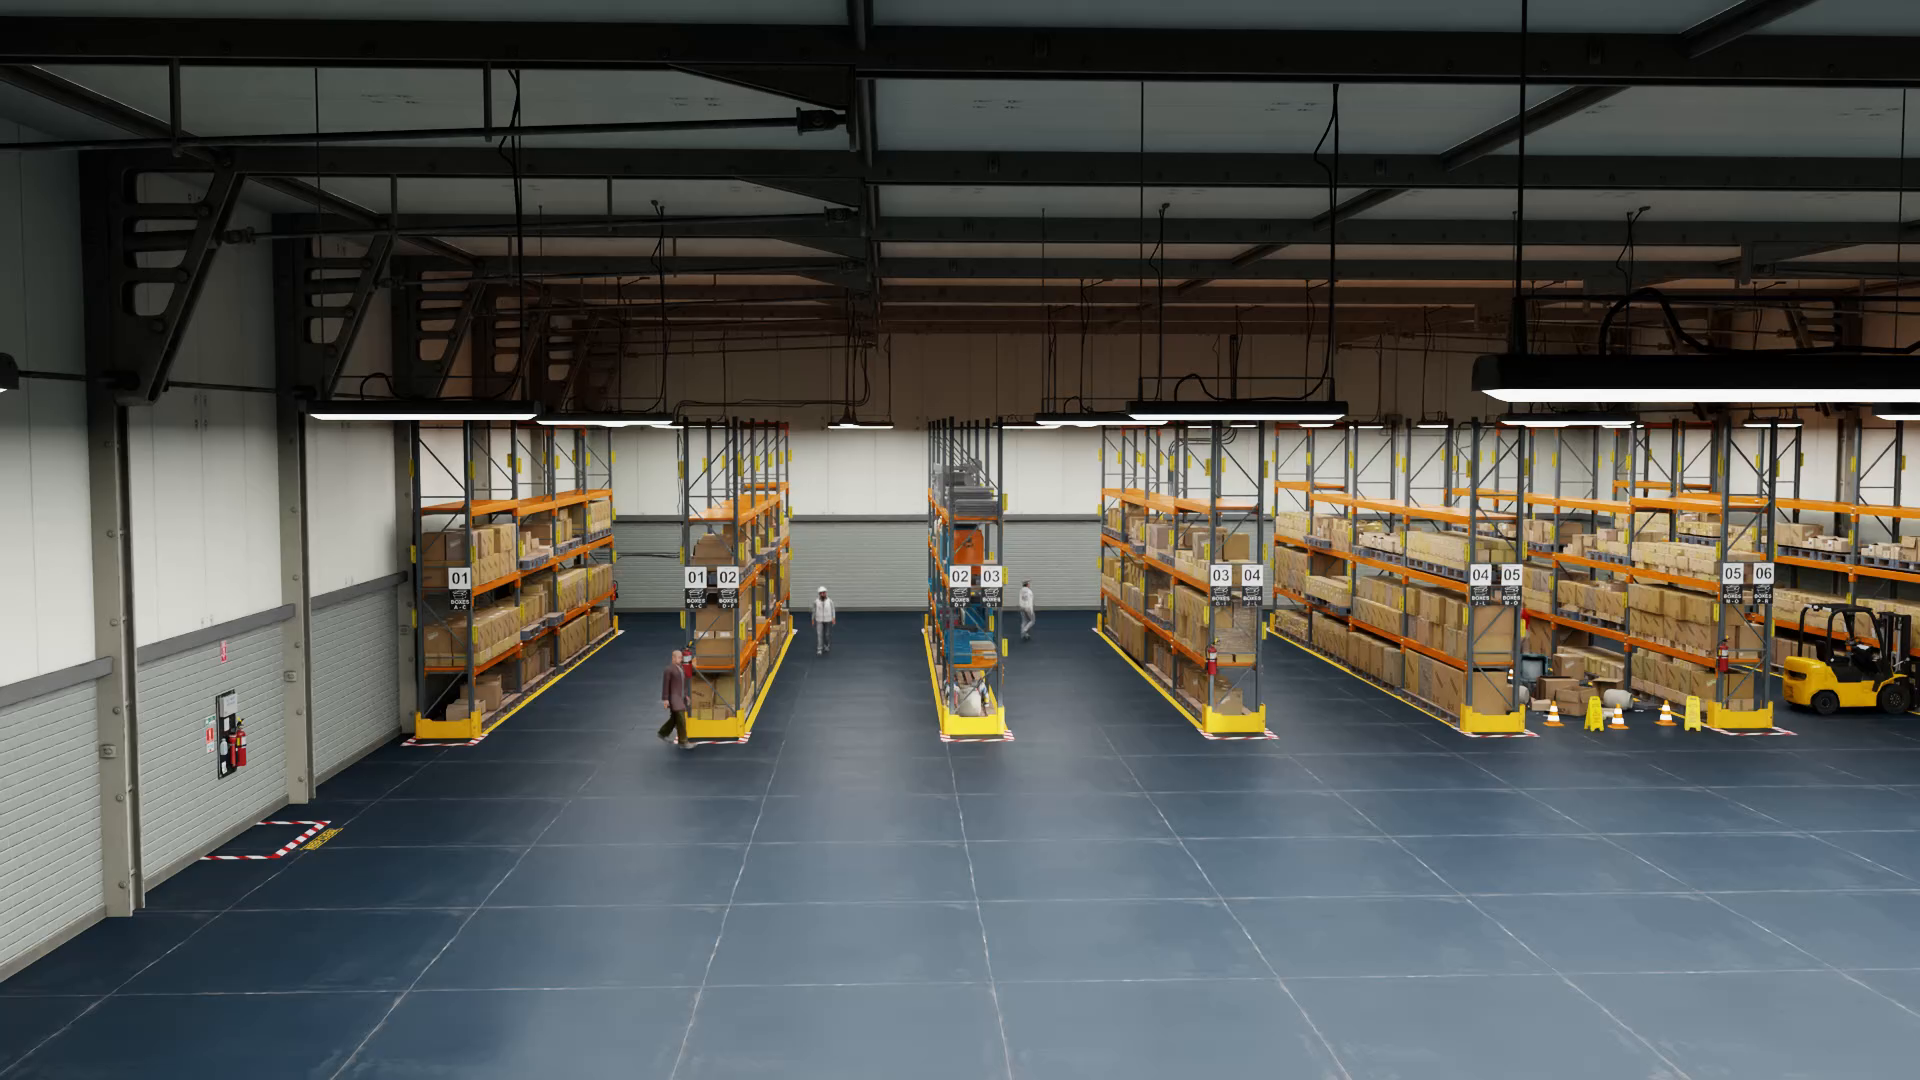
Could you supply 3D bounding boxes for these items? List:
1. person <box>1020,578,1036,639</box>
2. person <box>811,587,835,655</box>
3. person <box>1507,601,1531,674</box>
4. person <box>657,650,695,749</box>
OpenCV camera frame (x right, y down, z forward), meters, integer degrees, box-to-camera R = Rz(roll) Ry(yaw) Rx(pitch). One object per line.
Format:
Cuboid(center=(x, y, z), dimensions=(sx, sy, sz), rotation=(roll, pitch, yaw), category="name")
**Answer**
Cuboid(center=(1.806, 1.890, 45.705), dimensions=(0.431, 1.687, 0.506), rotation=(-3, 5, -36), category="person")
Cuboid(center=(-3.515, 2.064, 42.744), dimensions=(0.624, 1.712, 1.074), rotation=(0, 4, -2), category="person")
Cuboid(center=(13.267, 2.333, 39.192), dimensions=(0.551, 1.771, 0.541), rotation=(-1, 4, -20), category="person")
Cuboid(center=(-5.166, 2.874, 30.194), dimensions=(0.934, 1.754, 0.568), rotation=(1, 4, 15), category="person")
